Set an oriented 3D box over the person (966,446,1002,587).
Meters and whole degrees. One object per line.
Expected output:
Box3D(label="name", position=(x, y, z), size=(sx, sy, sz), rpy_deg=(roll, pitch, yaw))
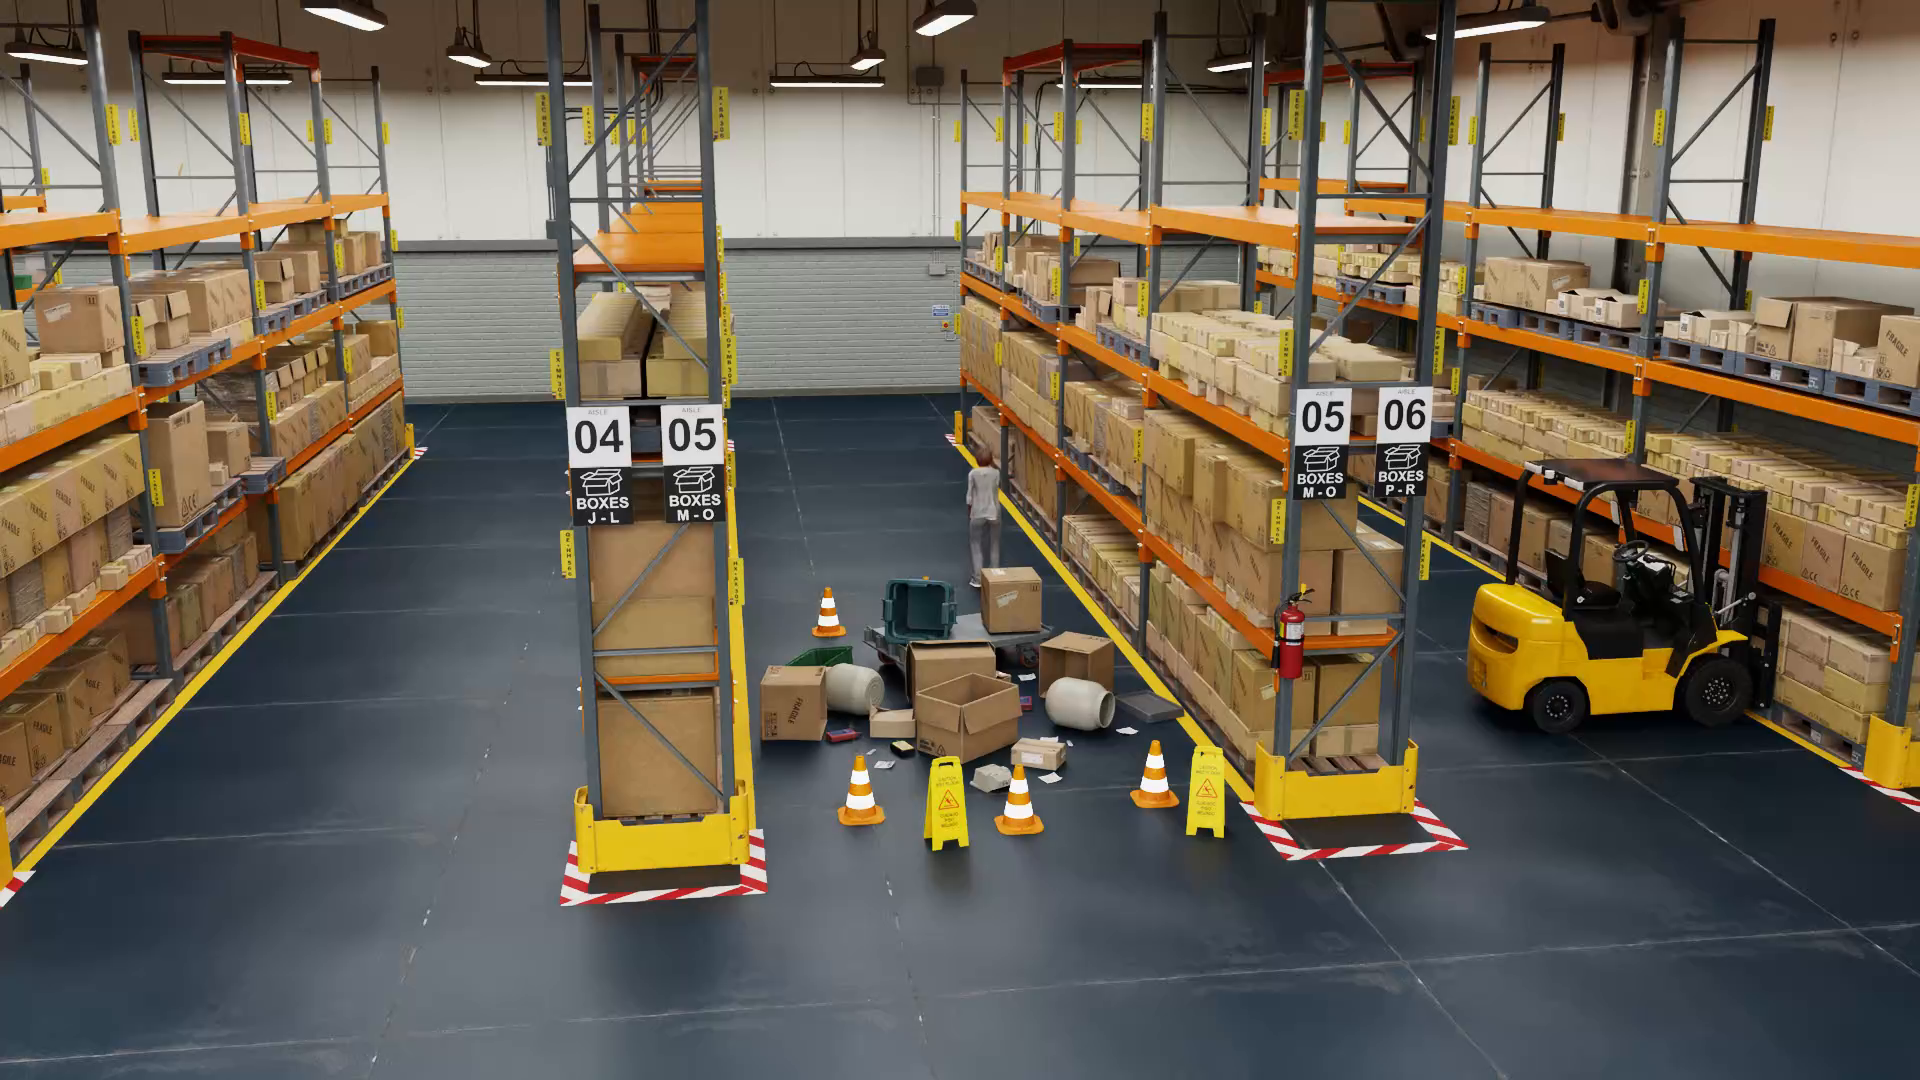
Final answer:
Box3D(label="person", position=(0.266, -0.263, 18.635), size=(0.374, 1.594, 0.513), rpy_deg=(-2, 14, -9))
